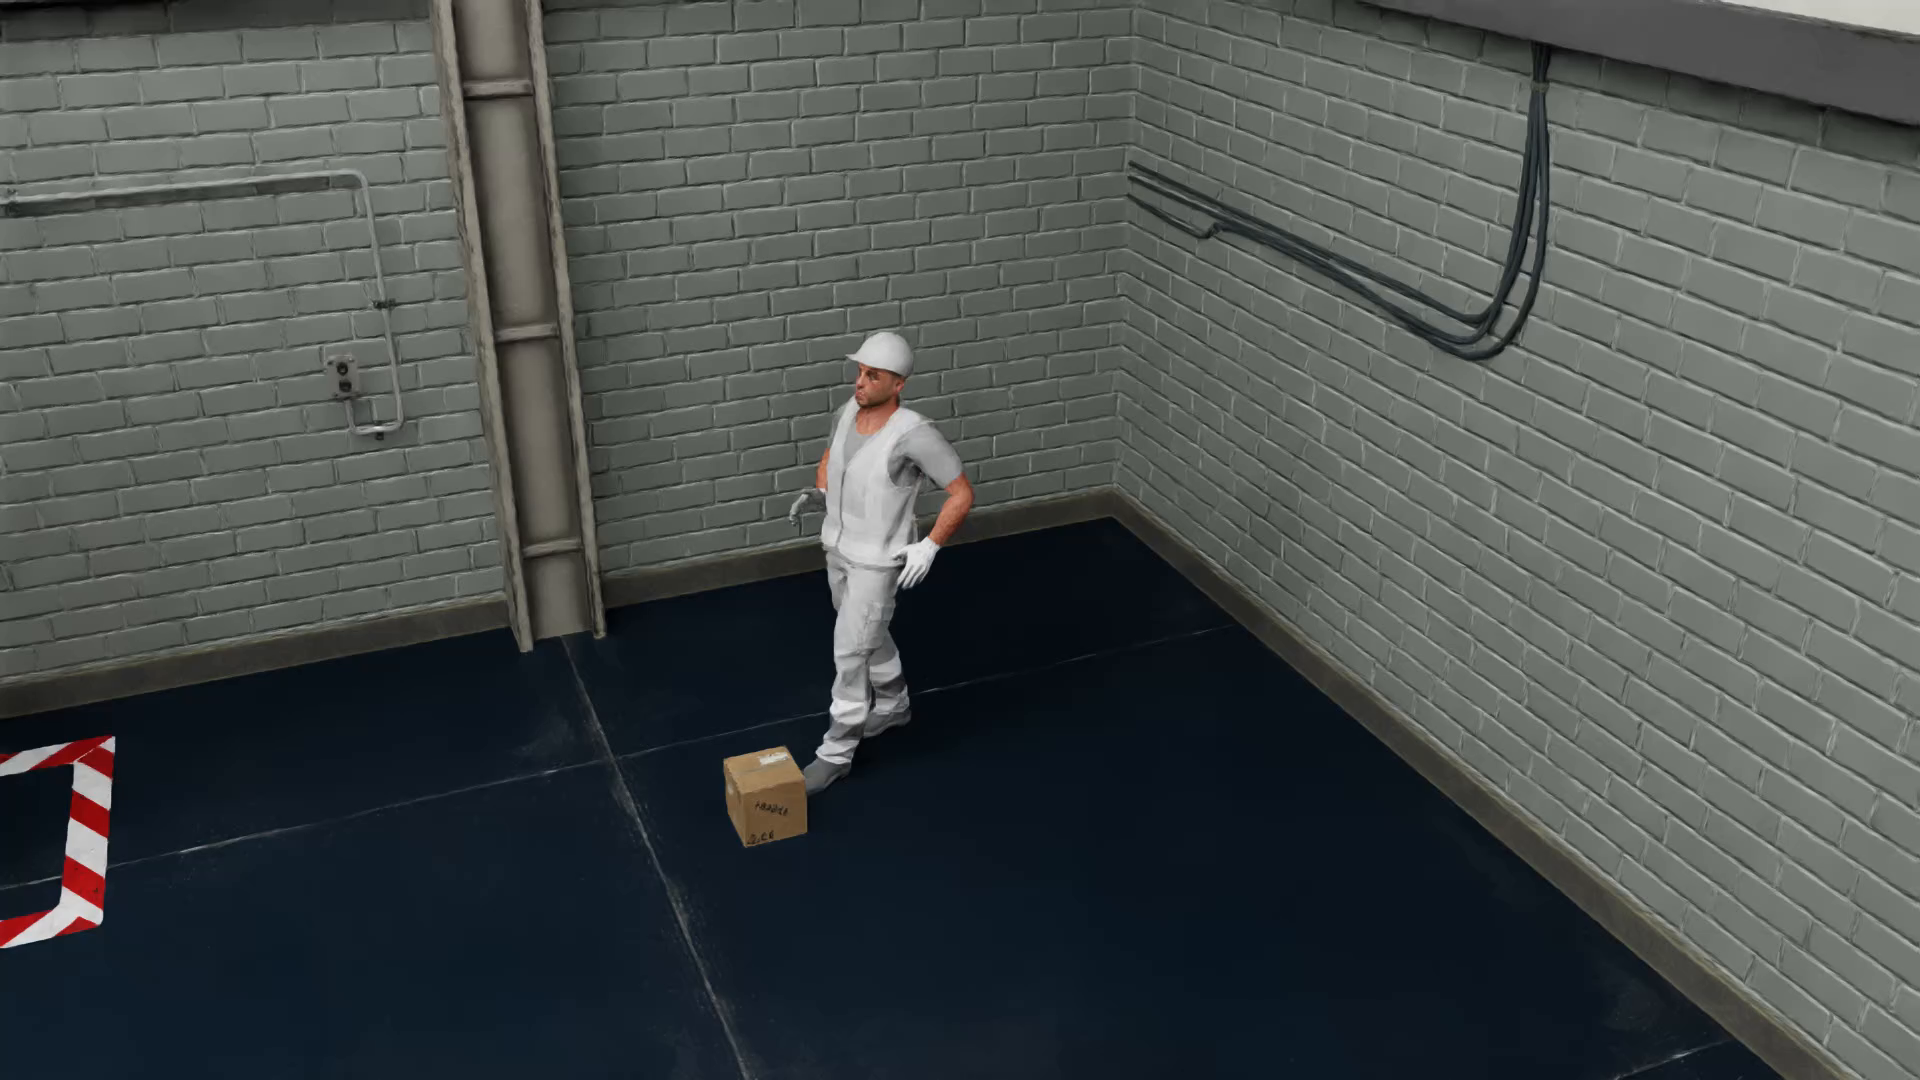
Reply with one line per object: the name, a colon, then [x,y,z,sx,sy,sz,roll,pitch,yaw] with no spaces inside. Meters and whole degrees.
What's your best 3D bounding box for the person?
person: [-0.429,0.096,6.391,0.709,1.796,0.709,-20,32,-36]
